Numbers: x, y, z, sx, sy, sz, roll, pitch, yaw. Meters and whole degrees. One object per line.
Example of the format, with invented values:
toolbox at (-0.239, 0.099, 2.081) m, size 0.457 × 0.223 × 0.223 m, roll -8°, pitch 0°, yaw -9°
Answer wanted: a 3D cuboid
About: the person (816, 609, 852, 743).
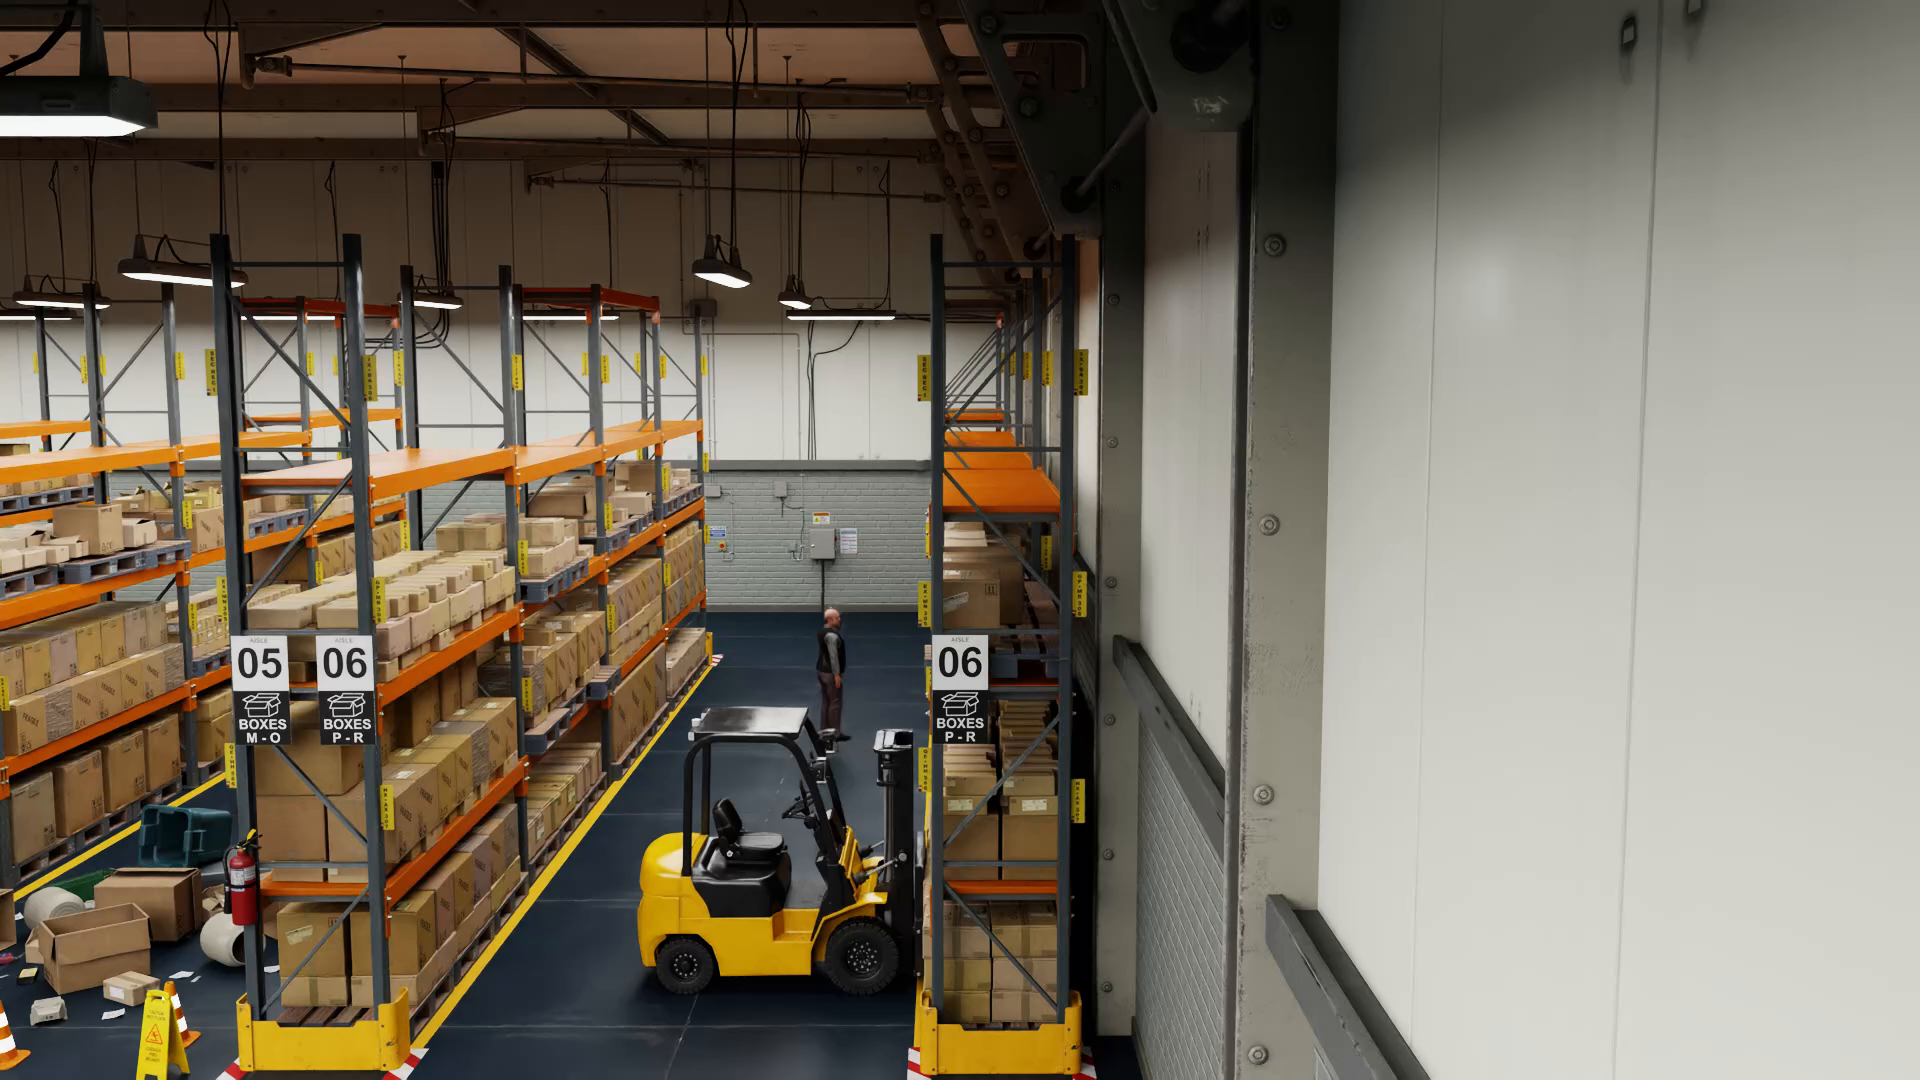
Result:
person at (-1.646, 1.754, 21.629) m, size 0.418 × 1.726 × 0.581 m, roll -2°, pitch 7°, yaw -21°
